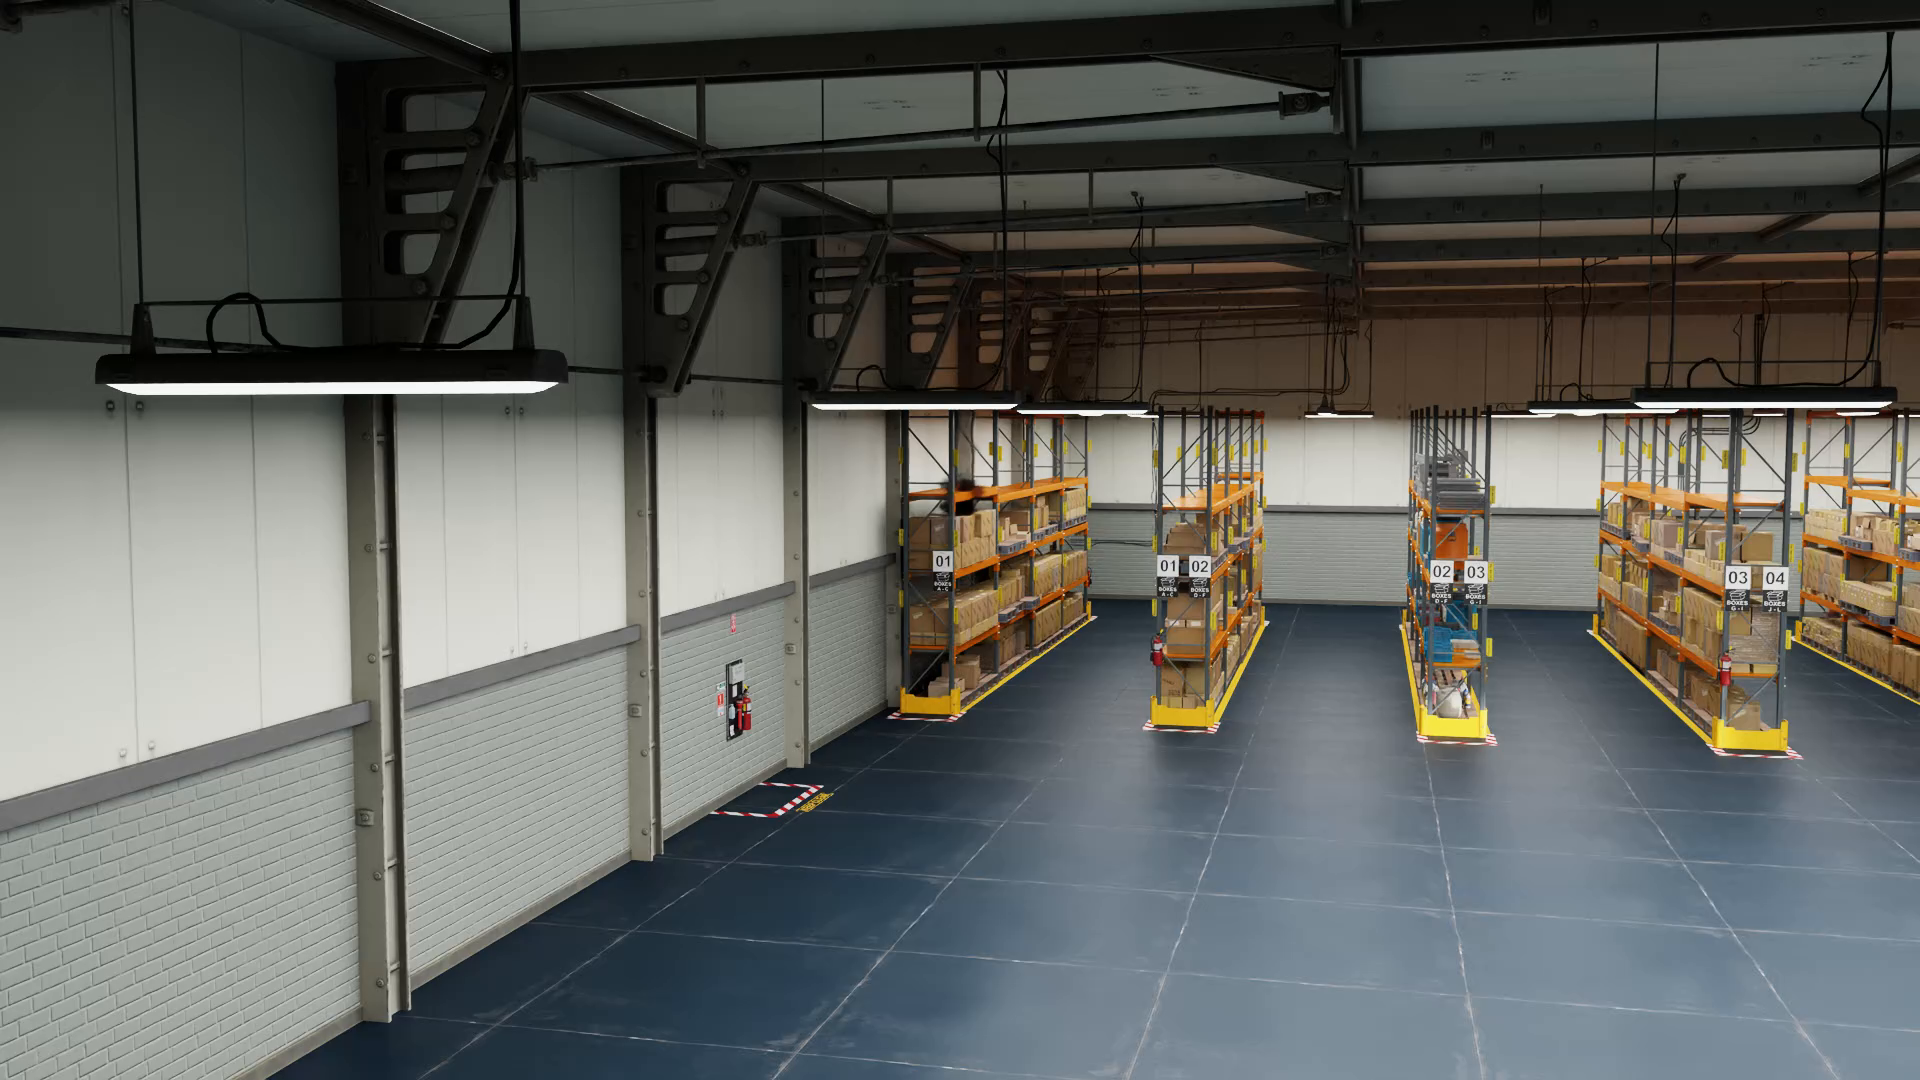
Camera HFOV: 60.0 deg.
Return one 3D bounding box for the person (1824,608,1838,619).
[{"bbox_3d":[23.196,1.752,44.100,0.651,1.630,0.500,-4,5,-42],"label":"person"}]
